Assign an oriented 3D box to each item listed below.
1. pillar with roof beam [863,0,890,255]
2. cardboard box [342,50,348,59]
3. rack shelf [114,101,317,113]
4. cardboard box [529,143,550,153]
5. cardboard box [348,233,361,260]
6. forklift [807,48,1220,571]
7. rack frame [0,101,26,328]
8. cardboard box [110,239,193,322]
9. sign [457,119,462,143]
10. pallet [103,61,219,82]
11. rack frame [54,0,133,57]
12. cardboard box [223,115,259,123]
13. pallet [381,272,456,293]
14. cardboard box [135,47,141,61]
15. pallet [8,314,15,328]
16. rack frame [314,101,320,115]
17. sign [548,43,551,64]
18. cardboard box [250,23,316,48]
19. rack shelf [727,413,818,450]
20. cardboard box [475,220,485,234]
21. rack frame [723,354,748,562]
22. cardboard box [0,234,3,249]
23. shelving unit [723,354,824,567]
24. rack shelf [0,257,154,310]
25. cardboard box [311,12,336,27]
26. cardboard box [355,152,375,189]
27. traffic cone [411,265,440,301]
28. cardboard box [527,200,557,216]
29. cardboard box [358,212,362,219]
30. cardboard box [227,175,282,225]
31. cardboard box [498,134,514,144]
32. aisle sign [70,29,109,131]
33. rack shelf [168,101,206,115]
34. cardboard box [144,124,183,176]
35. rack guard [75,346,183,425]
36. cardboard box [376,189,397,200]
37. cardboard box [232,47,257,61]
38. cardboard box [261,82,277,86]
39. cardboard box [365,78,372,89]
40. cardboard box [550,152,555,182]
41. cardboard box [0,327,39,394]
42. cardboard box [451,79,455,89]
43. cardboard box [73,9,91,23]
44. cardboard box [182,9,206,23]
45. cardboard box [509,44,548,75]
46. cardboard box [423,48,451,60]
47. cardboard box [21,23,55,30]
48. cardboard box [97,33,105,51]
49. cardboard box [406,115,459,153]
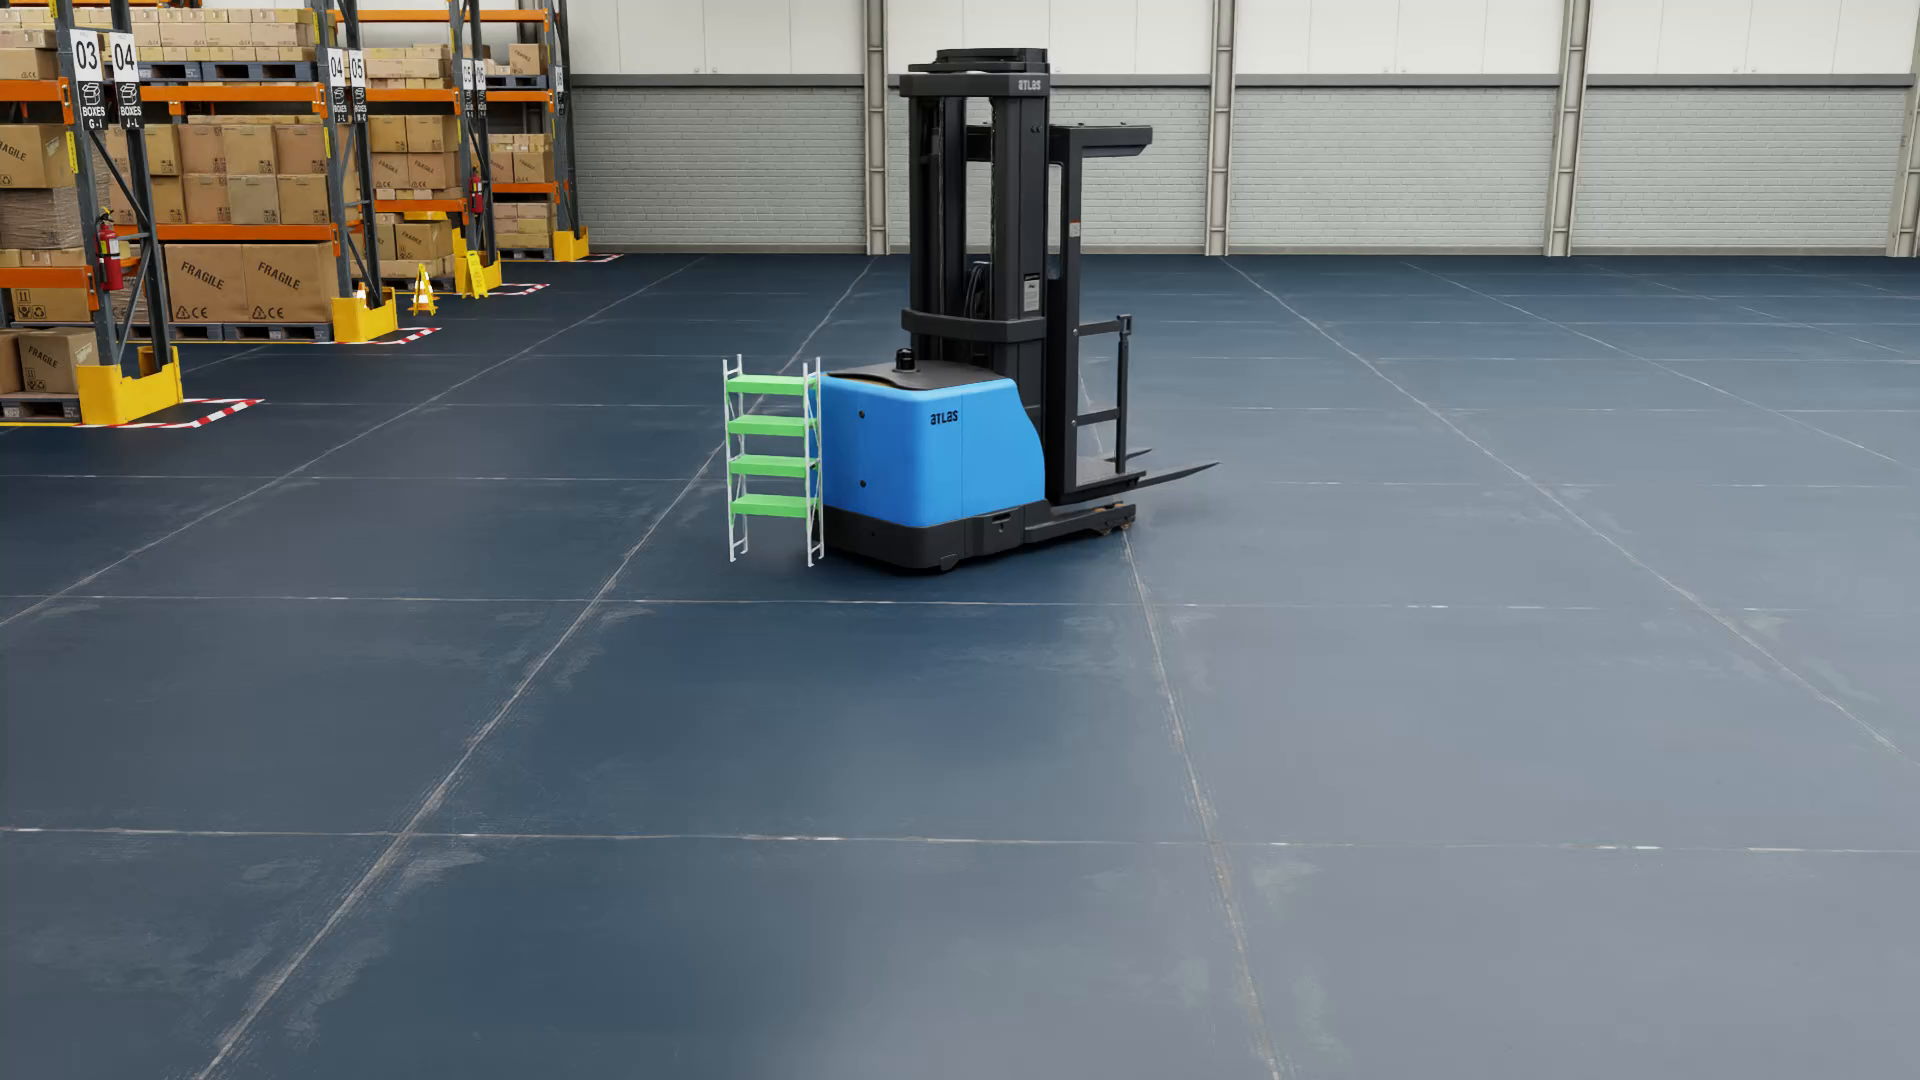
[{"bbox_3d":[-1.565,-8.359,24.383,0.400,9.000,9.100,0,15,1],"label":"pillar with roof beam"},{"bbox_3d":[-8.519,-6.771,23.175,0.250,0.149,0.380,0,15,0],"label":"cardboard box"},{"bbox_3d":[-12.778,-7.502,28.426,4.000,0.370,1.077,0,15,1],"label":"rack shelf"},{"bbox_3d":[-7.134,-6.654,28.211,0.250,0.149,0.380,1,15,2],"label":"cardboard box"},{"bbox_3d":[-8.737,-4.277,23.769,0.500,0.500,0.500,0,15,0],"label":"cardboard box"},{"bbox_3d":[0.483,-1.538,10.423,3.031,2.935,1.130,-14,20,-42],"label":"forklift"},{"bbox_3d":[-10.927,-3.858,19.083,0.127,3.000,1.000,0,15,1],"label":"rack frame"},{"bbox_3d":[-9.399,-3.007,19.198,0.875,0.875,0.875,0,15,2],"label":"cardboard box"},{"bbox_3d":[-6.937,-5.666,23.047,0.005,0.325,0.100,0,15,1],"label":"sign"},{"bbox_3d":[-8.893,-5.249,18.648,1.213,0.211,1.003,0,15,1],"label":"pallet"},{"bbox_3d":[-7.156,-5.468,13.427,0.127,3.000,1.000,0,15,1],"label":"rack frame"},{"bbox_3d":[-9.958,-5.730,23.437,0.500,0.500,0.700,0,15,2],"label":"cardboard box"},{"bbox_3d":[-7.790,-3.761,24.183,1.213,0.211,1.003,0,15,1],"label":"pallet"},{"bbox_3d":[-9.051,-5.339,18.291,0.250,0.149,0.380,1,15,2],"label":"cardboard box"},{"bbox_3d":[-11.701,-2.495,19.385,1.213,0.211,1.003,0,15,1],"label":"pallet"},{"bbox_3d":[-10.779,-6.387,28.668,0.127,3.000,1.000,0,15,1],"label":"rack frame"},{"bbox_3d":[-6.808,-8.063,27.559,0.005,0.325,0.100,0,15,1],"label":"sign"},{"bbox_3d":[-7.425,-5.537,18.258,0.500,0.250,0.500,1,15,2],"label":"cardboard box"},{"bbox_3d":[-1.088,-0.636,9.708,0.480,0.148,0.258,4,15,14],"label":"rack shelf"},{"bbox_3d":[-8.292,-5.403,28.528,0.500,0.250,0.500,0,15,0],"label":"cardboard box"},{"bbox_3d":[-1.324,-0.482,9.813,0.015,1.200,0.240,4,15,14],"label":"rack frame"},{"bbox_3d":[-8.208,-2.743,14.078,0.500,0.500,0.875,0,15,1],"label":"cardboard box"},{"bbox_3d":[-1.088,-0.466,9.753,0.503,1.200,0.258,4,15,14],"label":"shelving unit"},{"bbox_3d":[-9.156,-2.233,14.333,4.000,0.370,1.077,0,15,1],"label":"rack shelf"},{"bbox_3d":[-7.254,-5.881,18.781,0.250,0.149,0.380,1,15,2],"label":"cardboard box"},{"bbox_3d":[-8.453,-5.229,23.500,0.500,0.500,0.500,0,15,1],"label":"cardboard box"},{"bbox_3d":[-7.366,-3.542,22.858,0.334,0.463,0.336,0,15,1],"label":"traffic cone"},{"bbox_3d":[-7.256,-5.769,28.934,0.500,0.250,0.500,0,15,1],"label":"cardboard box"},{"bbox_3d":[-8.594,-4.573,23.619,0.250,0.149,0.380,1,15,4],"label":"cardboard box"},{"bbox_3d":[-7.851,-3.893,18.923,0.550,0.550,0.875,0,15,1],"label":"cardboard box"},{"bbox_3d":[-7.653,-6.804,28.197,0.250,0.149,0.380,1,15,3],"label":"cardboard box"},{"bbox_3d":[-7.102,-3.748,13.569,0.004,0.787,0.394,0,15,1],"label":"aisle sign"},{"bbox_3d":[-12.901,-6.237,23.628,4.000,0.370,1.077,0,15,1],"label":"rack shelf"},{"bbox_3d":[-8.940,-4.427,18.831,0.500,0.550,0.875,0,15,1],"label":"cardboard box"},{"bbox_3d":[-7.232,-1.359,14.513,0.348,0.500,1.175,0,15,1],"label":"rack guard"},{"bbox_3d":[-8.052,-4.896,23.509,0.250,0.149,0.380,1,15,2],"label":"cardboard box"},{"bbox_3d":[-7.778,-5.331,18.260,0.250,0.149,0.380,1,15,2],"label":"cardboard box"},{"bbox_3d":[-9.570,-6.380,23.253,0.250,0.149,0.380,0,15,0],"label":"cardboard box"},{"bbox_3d":[-8.283,-6.367,23.204,0.250,0.149,0.380,0,15,1],"label":"cardboard box"},{"bbox_3d":[-7.268,-6.483,28.837,0.500,0.500,0.500,1,15,3],"label":"cardboard box"},{"bbox_3d":[-8.379,-1.566,14.471,0.500,0.500,0.500,4,15,16],"label":"cardboard box"},{"bbox_3d":[-7.226,-6.509,23.743,0.250,0.149,0.380,0,15,1],"label":"cardboard box"},{"bbox_3d":[-9.553,-5.729,18.203,0.250,0.149,0.380,1,15,2],"label":"cardboard box"},{"bbox_3d":[-8.288,-5.720,18.172,0.250,0.149,0.380,0,15,2],"label":"cardboard box"},{"bbox_3d":[-7.229,-8.052,27.883,0.500,0.500,0.500,1,15,3],"label":"cardboard box"},{"bbox_3d":[-7.249,-6.736,23.042,0.250,0.149,0.380,1,15,2],"label":"cardboard box"},{"bbox_3d":[-9.941,-5.554,18.321,0.500,0.250,0.500,0,15,1],"label":"cardboard box"},{"bbox_3d":[-7.426,-4.199,14.008,0.250,0.149,0.380,0,15,1],"label":"cardboard box"},{"bbox_3d":[-7.419,-5.718,23.394,0.500,0.500,0.700,0,15,0],"label":"cardboard box"}]
